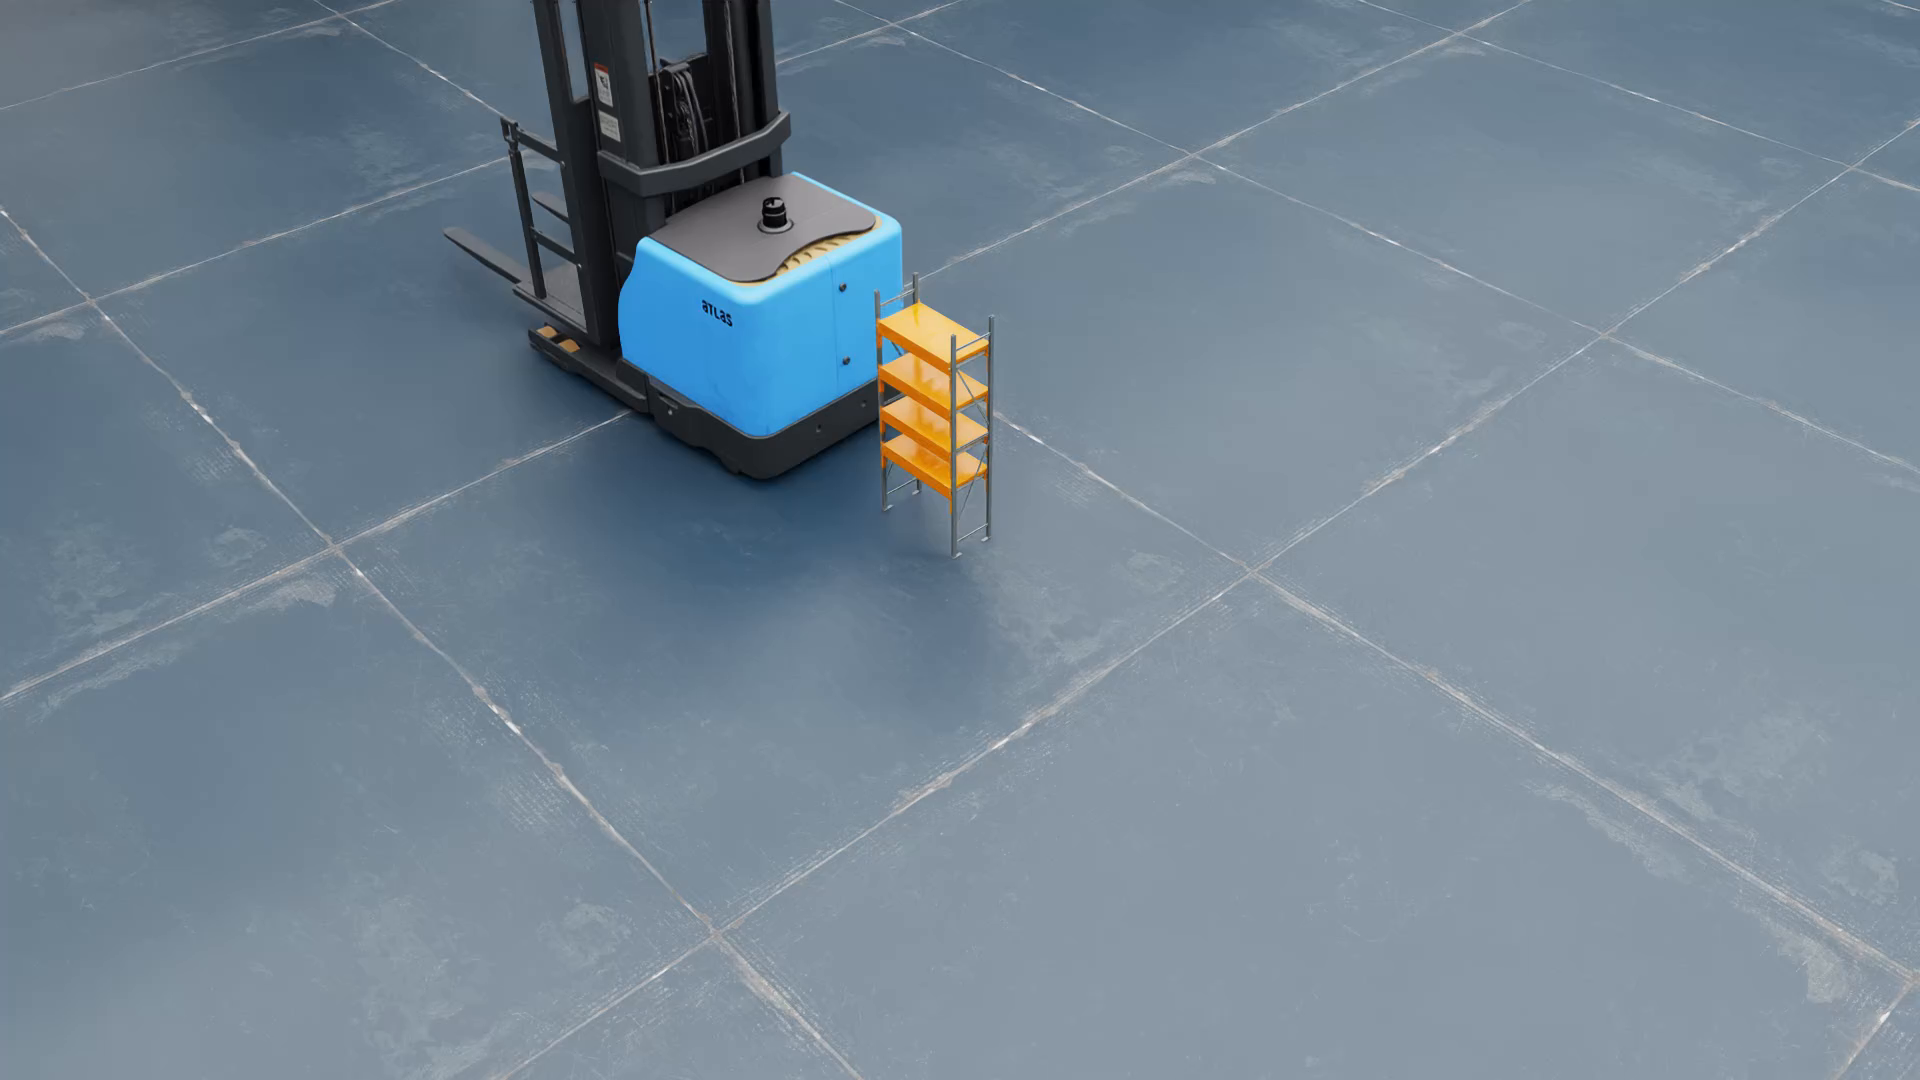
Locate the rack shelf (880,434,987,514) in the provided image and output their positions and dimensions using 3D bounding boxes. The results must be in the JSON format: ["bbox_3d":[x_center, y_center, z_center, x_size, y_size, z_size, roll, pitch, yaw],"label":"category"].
[{"bbox_3d":[-0.112,-0.337,7.635,0.258,0.148,0.480,-30,48,-32],"label":"rack shelf"}]

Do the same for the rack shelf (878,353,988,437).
[{"bbox_3d":[-0.112,-0.665,7.370,0.258,0.148,0.480,-30,48,-32],"label":"rack shelf"}]

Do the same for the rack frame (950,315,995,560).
[{"bbox_3d":[0.053,-0.430,7.328,0.240,1.200,0.015,-30,48,-32],"label":"rack frame"}]

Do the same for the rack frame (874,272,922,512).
[{"bbox_3d":[-0.277,-0.656,7.608,0.240,1.200,0.015,-30,48,-32],"label":"rack frame"}]

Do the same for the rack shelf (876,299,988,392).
[{"bbox_3d":[-0.112,-0.849,7.221,0.258,0.148,0.480,-30,48,-32],"label":"rack shelf"}]

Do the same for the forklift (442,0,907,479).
[{"bbox_3d":[-1.673,-2.248,8.201,3.031,2.935,1.130,31,48,33],"label":"forklift"}]

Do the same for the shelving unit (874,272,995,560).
[{"bbox_3d":[-0.112,-0.543,7.468,0.258,1.200,0.503,-30,48,-32],"label":"shelving unit"}]

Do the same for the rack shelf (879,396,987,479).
[{"bbox_3d":[-0.112,-0.491,7.510,0.258,0.148,0.480,-30,48,-32],"label":"rack shelf"}]
